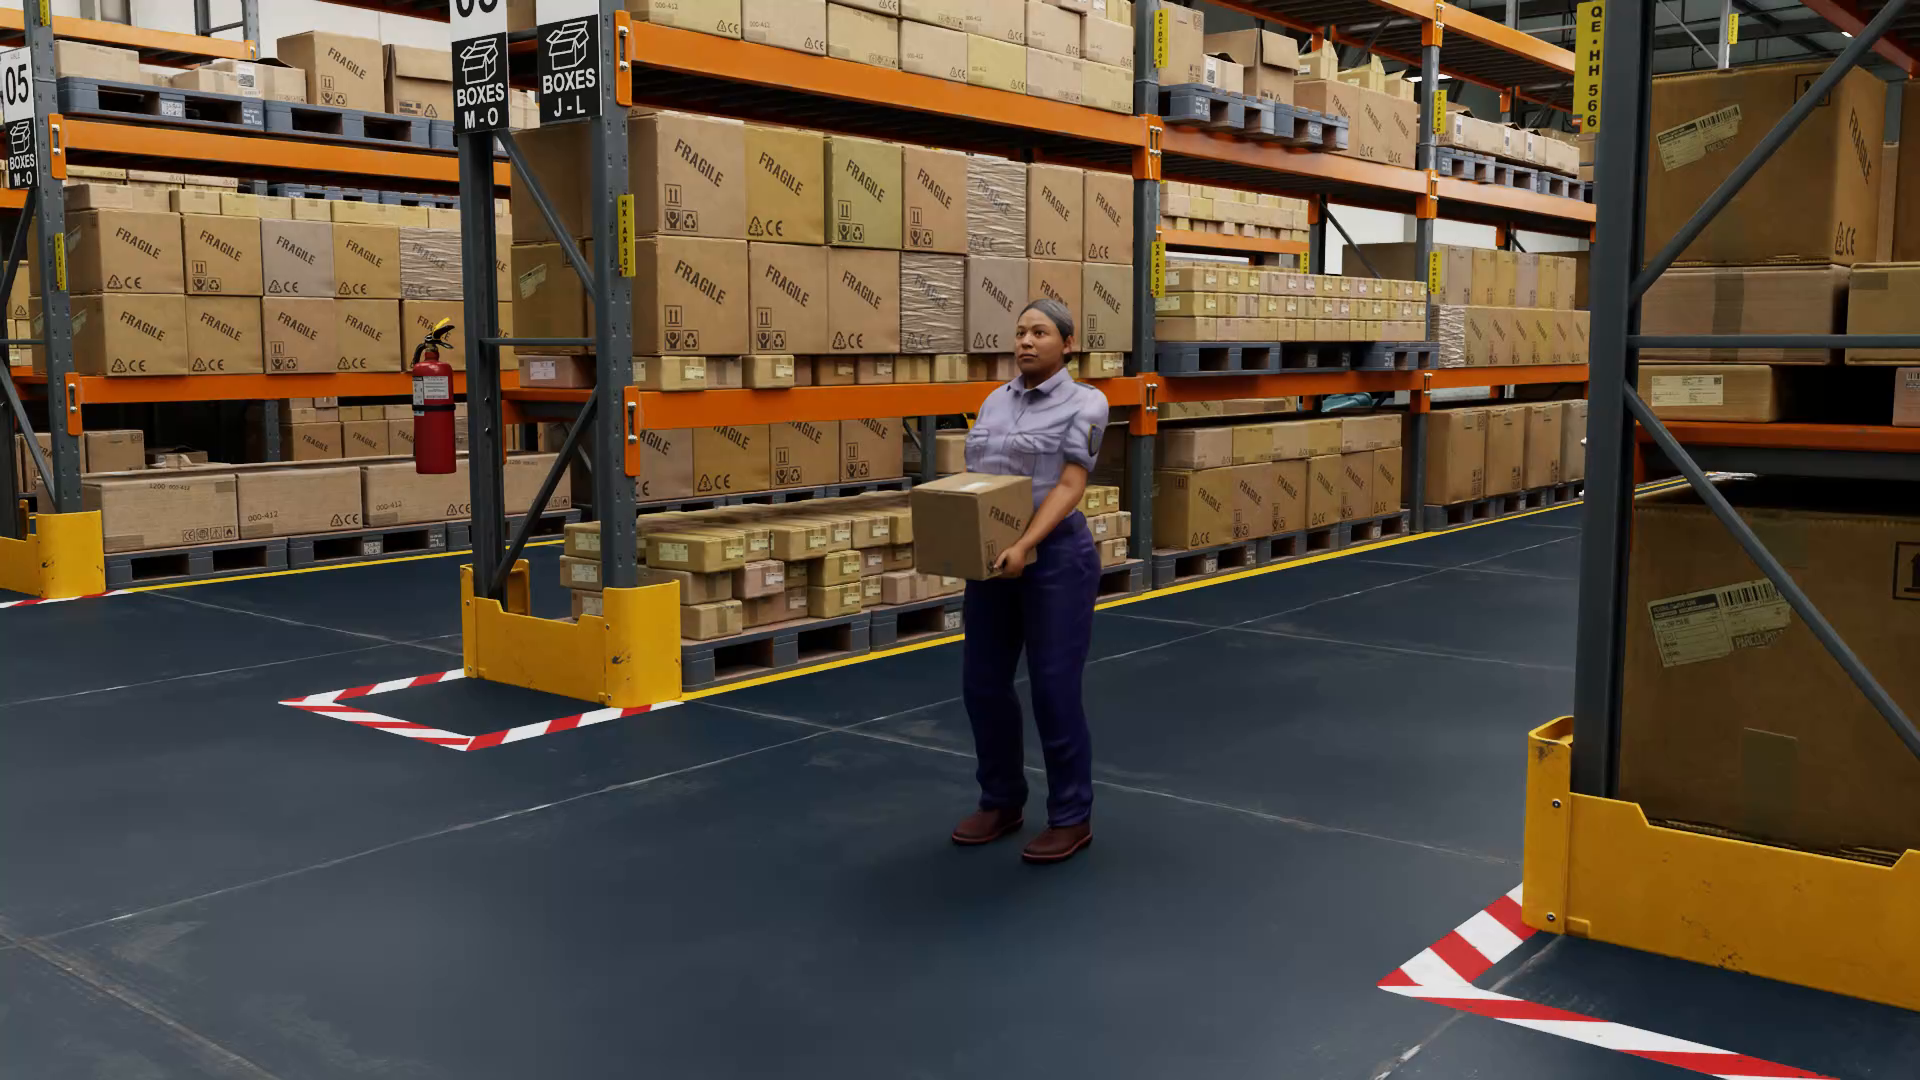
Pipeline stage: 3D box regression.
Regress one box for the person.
[{"bbox_3d":[0.160,0.113,4.904,0.453,1.639,0.514,6,9,40],"label":"person"}]
